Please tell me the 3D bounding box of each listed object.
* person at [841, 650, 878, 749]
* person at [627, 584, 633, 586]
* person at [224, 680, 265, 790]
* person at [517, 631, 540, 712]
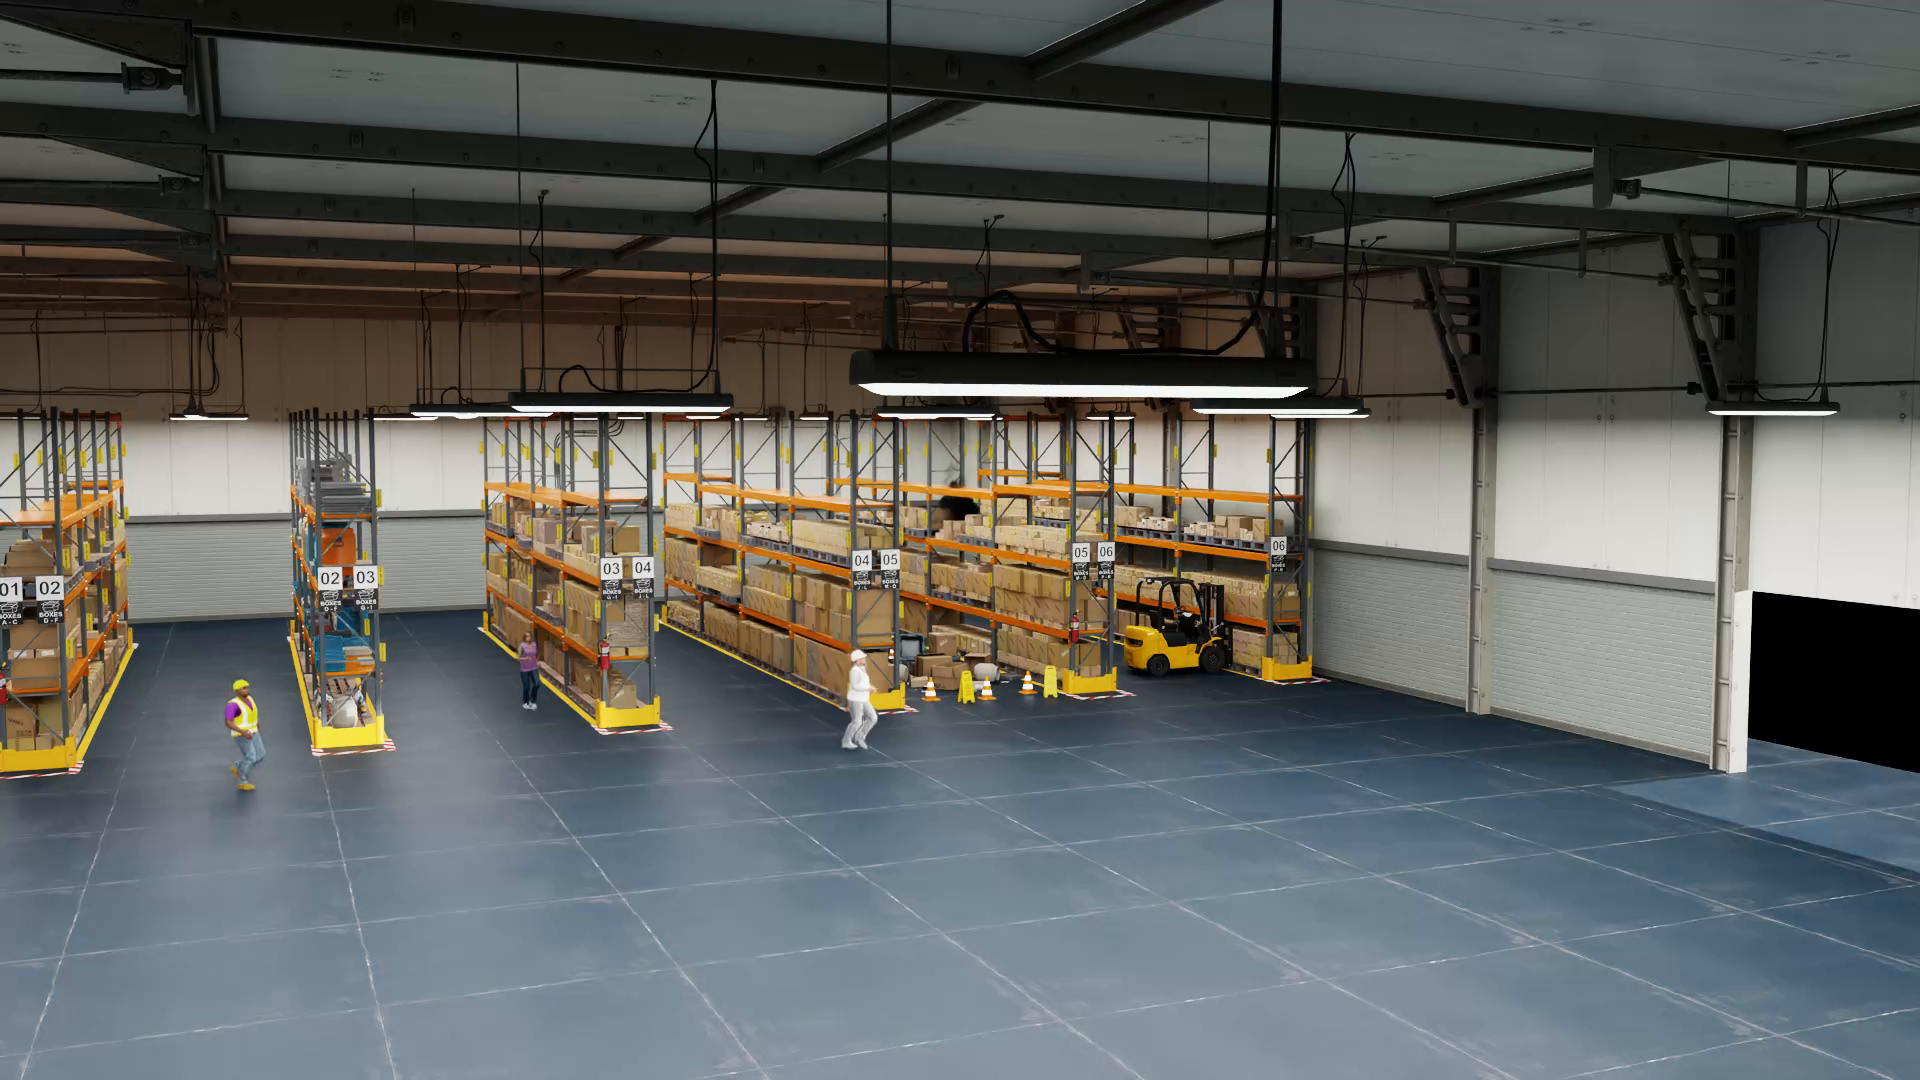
[{"bbox_3d":[-1.747,2.811,29.116,0.700,1.781,0.649,1,4,15],"label":"person"},{"bbox_3d":[-9.801,1.581,47.528,0.869,1.600,0.790,0,4,4],"label":"person"},{"bbox_3d":[-11.211,3.040,26.048,0.537,1.727,0.701,1,4,9],"label":"person"},{"bbox_3d":[-8.553,2.610,33.064,0.517,1.608,0.639,-2,5,-31],"label":"person"}]
